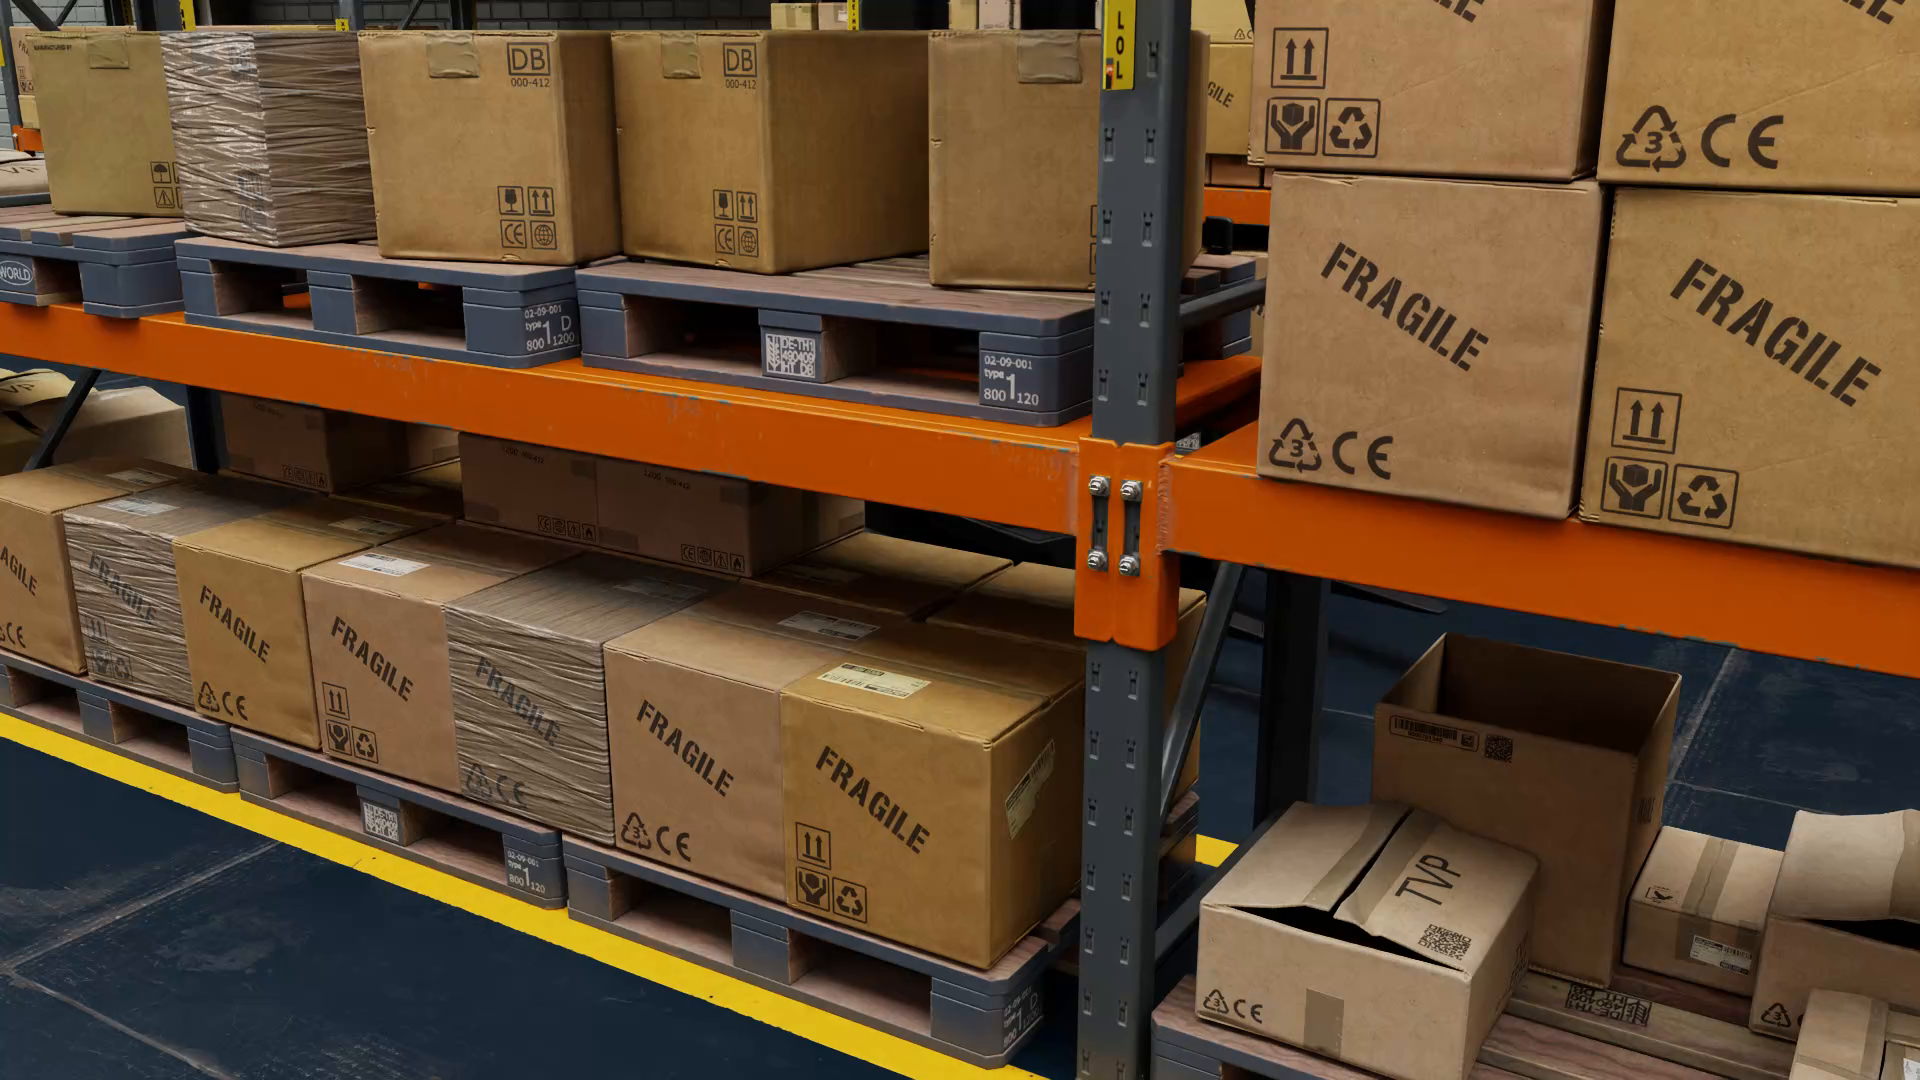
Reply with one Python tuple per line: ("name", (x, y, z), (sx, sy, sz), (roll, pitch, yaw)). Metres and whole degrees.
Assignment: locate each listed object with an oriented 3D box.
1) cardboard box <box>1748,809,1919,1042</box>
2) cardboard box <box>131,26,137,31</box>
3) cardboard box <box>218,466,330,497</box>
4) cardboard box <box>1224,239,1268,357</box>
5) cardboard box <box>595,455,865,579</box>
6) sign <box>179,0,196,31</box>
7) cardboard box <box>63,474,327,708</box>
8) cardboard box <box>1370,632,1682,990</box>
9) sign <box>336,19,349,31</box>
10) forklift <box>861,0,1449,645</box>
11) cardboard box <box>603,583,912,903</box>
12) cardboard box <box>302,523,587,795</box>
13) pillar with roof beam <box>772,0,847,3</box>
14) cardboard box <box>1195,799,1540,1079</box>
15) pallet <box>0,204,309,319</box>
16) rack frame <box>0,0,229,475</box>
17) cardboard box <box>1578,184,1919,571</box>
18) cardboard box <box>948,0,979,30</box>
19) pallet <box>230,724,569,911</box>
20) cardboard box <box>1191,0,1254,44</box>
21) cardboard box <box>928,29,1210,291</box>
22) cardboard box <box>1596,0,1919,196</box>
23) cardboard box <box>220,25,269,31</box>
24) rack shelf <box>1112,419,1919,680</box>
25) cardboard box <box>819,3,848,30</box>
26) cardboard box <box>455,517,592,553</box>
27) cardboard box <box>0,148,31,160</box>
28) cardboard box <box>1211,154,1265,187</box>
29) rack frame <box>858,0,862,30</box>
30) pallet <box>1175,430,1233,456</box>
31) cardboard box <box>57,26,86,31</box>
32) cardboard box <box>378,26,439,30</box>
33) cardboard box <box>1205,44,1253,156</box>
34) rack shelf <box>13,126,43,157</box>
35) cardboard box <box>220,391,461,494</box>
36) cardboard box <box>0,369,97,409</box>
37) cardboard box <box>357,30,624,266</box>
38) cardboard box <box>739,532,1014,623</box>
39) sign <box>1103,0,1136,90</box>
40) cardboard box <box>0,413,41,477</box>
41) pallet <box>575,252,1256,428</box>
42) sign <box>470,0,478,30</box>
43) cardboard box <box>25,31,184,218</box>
("cardboard box", (1.814, 0.745, 3.138), (0.500, 0.311, 0.500), (10, 20, 30))
("cardboard box", (-5.547, -3.431, 11.948), (0.500, 0.500, 0.500), (11, 20, 32))
("cardboard box", (-1.948, -0.001, 5.266), (0.500, 0.500, 0.500), (11, 20, 32))
("cardboard box", (1.749, -1.063, 8.195), (0.750, 0.750, 0.750), (11, 20, 32))
("cardboard box", (-0.596, -0.121, 4.373), (0.500, 0.250, 0.500), (10, 20, 30))
("sign", (-2.592, -1.722, 5.534), (0.005, 0.325, 0.100), (10, 20, 30))
("cardboard box", (-2.180, 0.133, 4.825), (0.500, 0.500, 0.500), (9, 19, 28))
("cardboard box", (1.175, 0.540, 3.486), (0.500, 0.500, 0.500), (10, 20, 30))
("sign", (-3.964, -3.185, 10.716), (0.005, 0.325, 0.100), (10, 20, 30))
("forklift", (0.395, -1.253, 5.965), (1.130, 2.935, 3.031), (-13, 21, -36))
("cardboard box", (-0.446, 0.442, 3.808), (0.500, 0.500, 0.500), (10, 20, 30))
("cardboard box", (-1.308, 0.289, 4.312), (0.500, 0.500, 0.500), (9, 19, 28))
("pillar with roof beam", (-3.186, -4.514, 6.259), (0.400, 9.000, 9.100), (10, 20, 30))
("cardboard box", (0.785, 0.732, 3.181), (0.500, 0.311, 0.500), (10, 20, 30))
("pallet", (-2.253, -0.893, 4.990), (1.003, 0.211, 1.213), (10, 20, 30))
("rack frame", (-2.868, -1.070, 5.244), (0.127, 3.000, 1.000), (10, 20, 30))
("cardboard box", (1.271, -0.288, 2.495), (0.500, 0.500, 0.500), (11, 20, 31))
("cardboard box", (-0.002, -2.719, 8.663), (0.500, 0.250, 0.500), (11, 20, 31))
("pallet", (-1.216, 0.573, 4.633), (1.213, 0.211, 1.003), (10, 20, 30))
("cardboard box", (1.298, -2.491, 7.911), (0.500, 0.250, 0.500), (10, 19, 29))
("cardboard box", (0.254, -0.838, 3.585), (0.500, 0.500, 0.700), (4, 17, 12))
("cardboard box", (1.235, -0.768, 2.358), (0.500, 0.500, 0.500), (9, 19, 28))
("cardboard box", (-4.680, -3.273, 11.427), (0.500, 0.500, 0.500), (10, 20, 30))
("rack shelf", (2.245, 0.187, 2.344), (4.000, 0.370, 1.077), (10, 20, 30))
("cardboard box", (-0.588, -2.912, 9.260), (0.250, 0.149, 0.380), (7, 18, 23))
("cardboard box", (-1.057, 0.156, 4.749), (0.500, 0.500, 0.500), (9, 19, 28))
("cardboard box", (-3.528, -1.212, 5.863), (0.500, 0.311, 0.500), (10, 19, 29))
("cardboard box", (1.414, -1.807, 8.068), (0.250, 0.149, 0.380), (11, 20, 32))
("rack frame", (-0.278, -2.298, 9.285), (0.127, 3.000, 1.000), (10, 20, 30))
("pallet", (1.389, -0.639, 8.622), (1.213, 0.211, 1.003), (10, 20, 30))
("cardboard box", (-6.430, -3.587, 12.461), (0.500, 0.500, 0.500), (10, 20, 30))
("cardboard box", (-3.978, -3.326, 11.603), (0.500, 0.500, 0.500), (10, 19, 29))
("cardboard box", (1.313, -2.125, 7.998), (0.500, 0.500, 0.500), (11, 20, 32))
("rack shelf", (-5.391, -2.866, 12.394), (4.000, 0.370, 1.077), (10, 20, 30))
("cardboard box", (-1.898, -0.352, 5.133), (0.500, 0.250, 0.500), (11, 20, 32))
("cardboard box", (-3.612, -0.454, 6.259), (0.500, 0.311, 0.500), (10, 19, 29))
("cardboard box", (-0.997, -0.964, 4.000), (0.500, 0.500, 0.700), (5, 18, 16))
("cardboard box", (-0.204, 0.311, 4.239), (0.500, 0.500, 0.500), (10, 20, 31))
("sign", (0.253, -0.878, 2.618), (0.005, 0.325, 0.100), (10, 20, 30))
("cardboard box", (-3.443, -0.243, 5.562), (0.500, 0.311, 0.500), (11, 20, 31))
("pallet", (-0.083, -0.519, 3.758), (1.213, 0.211, 1.003), (10, 20, 30))
("sign", (-3.399, -3.598, 11.574), (0.005, 0.325, 0.100), (10, 20, 30))
("cardboard box", (-2.272, -1.251, 4.945), (0.500, 0.500, 0.700), (4, 17, 12))
